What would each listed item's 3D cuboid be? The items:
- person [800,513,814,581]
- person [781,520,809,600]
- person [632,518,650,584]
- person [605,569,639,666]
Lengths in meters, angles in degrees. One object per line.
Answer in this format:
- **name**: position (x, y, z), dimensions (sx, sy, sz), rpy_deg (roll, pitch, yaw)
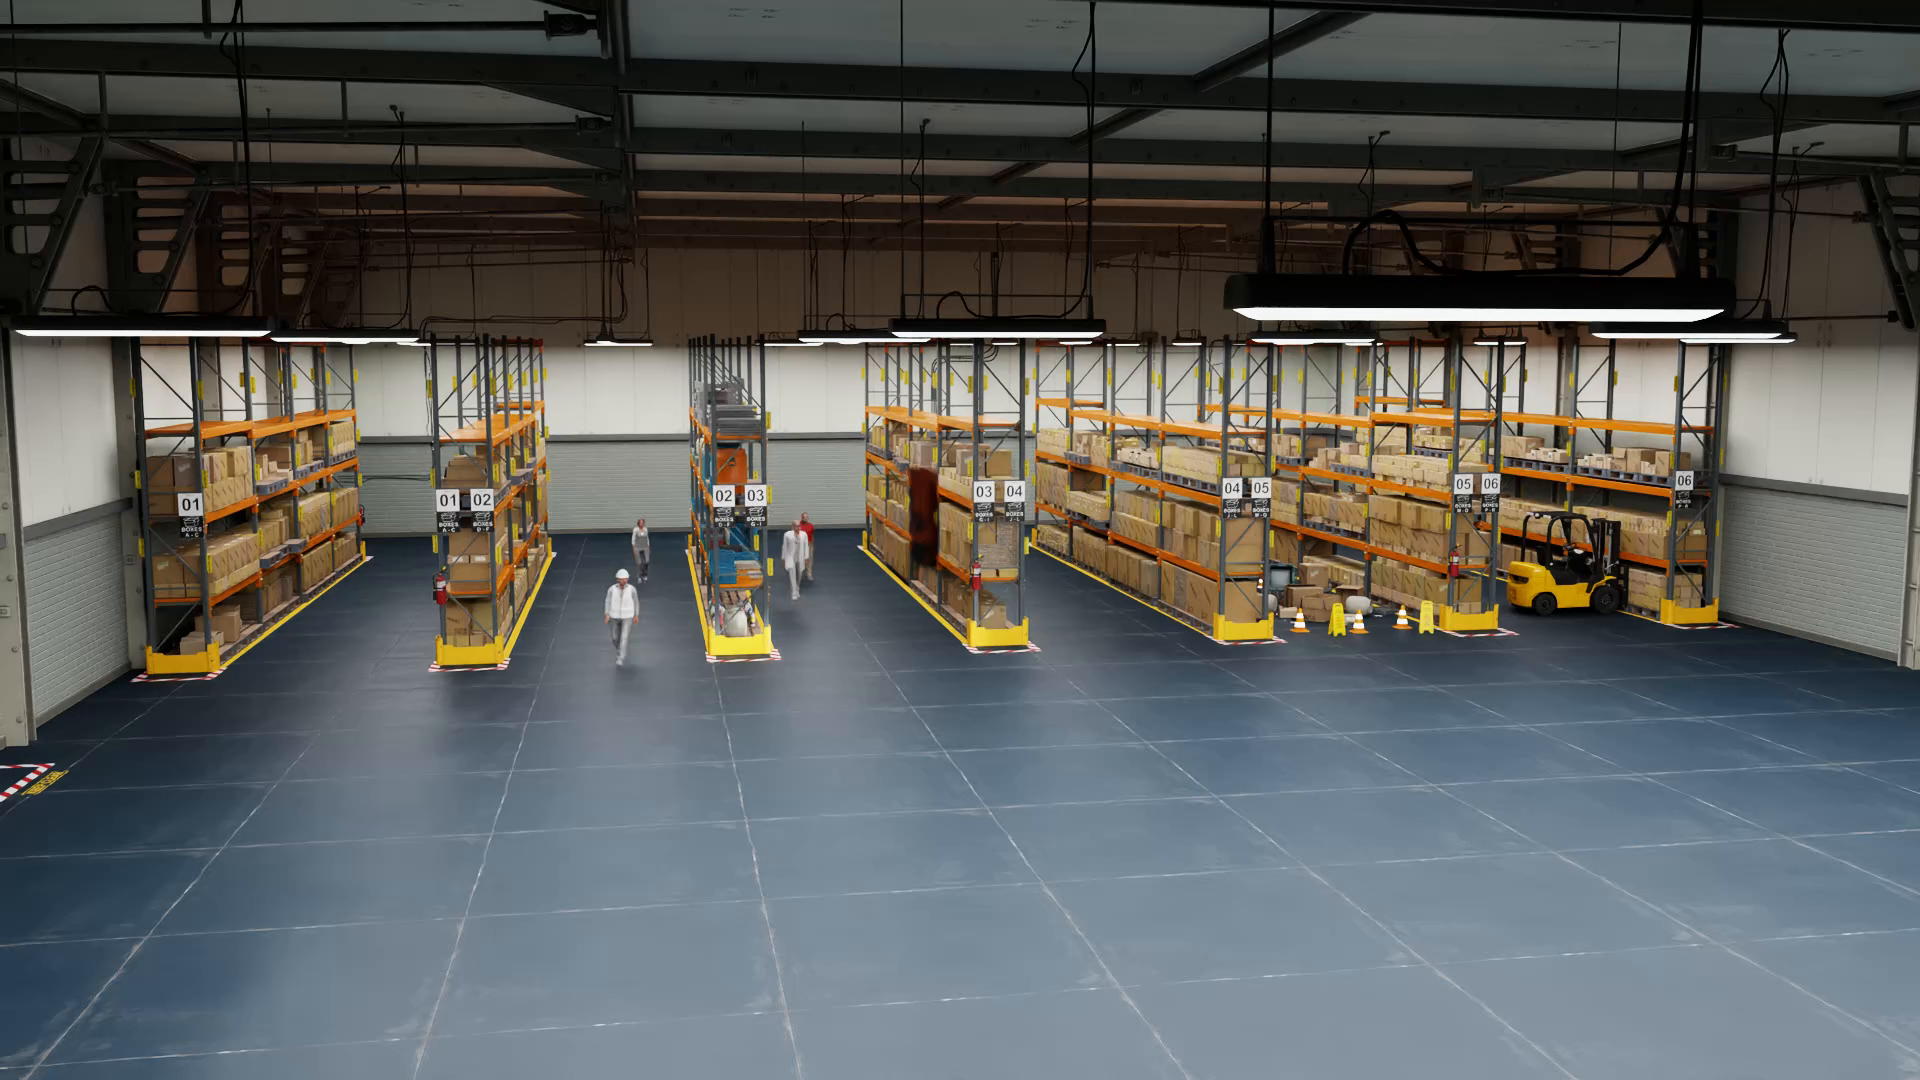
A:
- **person**: position (-3.886, 0.152, 41.325), dimensions (0.562, 1.665, 1.099), rpy_deg (-2, 7, -14)
- **person**: position (-3.601, 0.425, 36.290), dimensions (0.611, 1.757, 1.079), rpy_deg (-2, 7, -17)
- **person**: position (-7.806, 0.267, 40.672), dimensions (0.441, 1.616, 0.460), rpy_deg (-2, 7, -14)
- **person**: position (-6.167, 1.394, 30.283), dimensions (0.593, 1.729, 0.988), rpy_deg (0, 7, -4)
